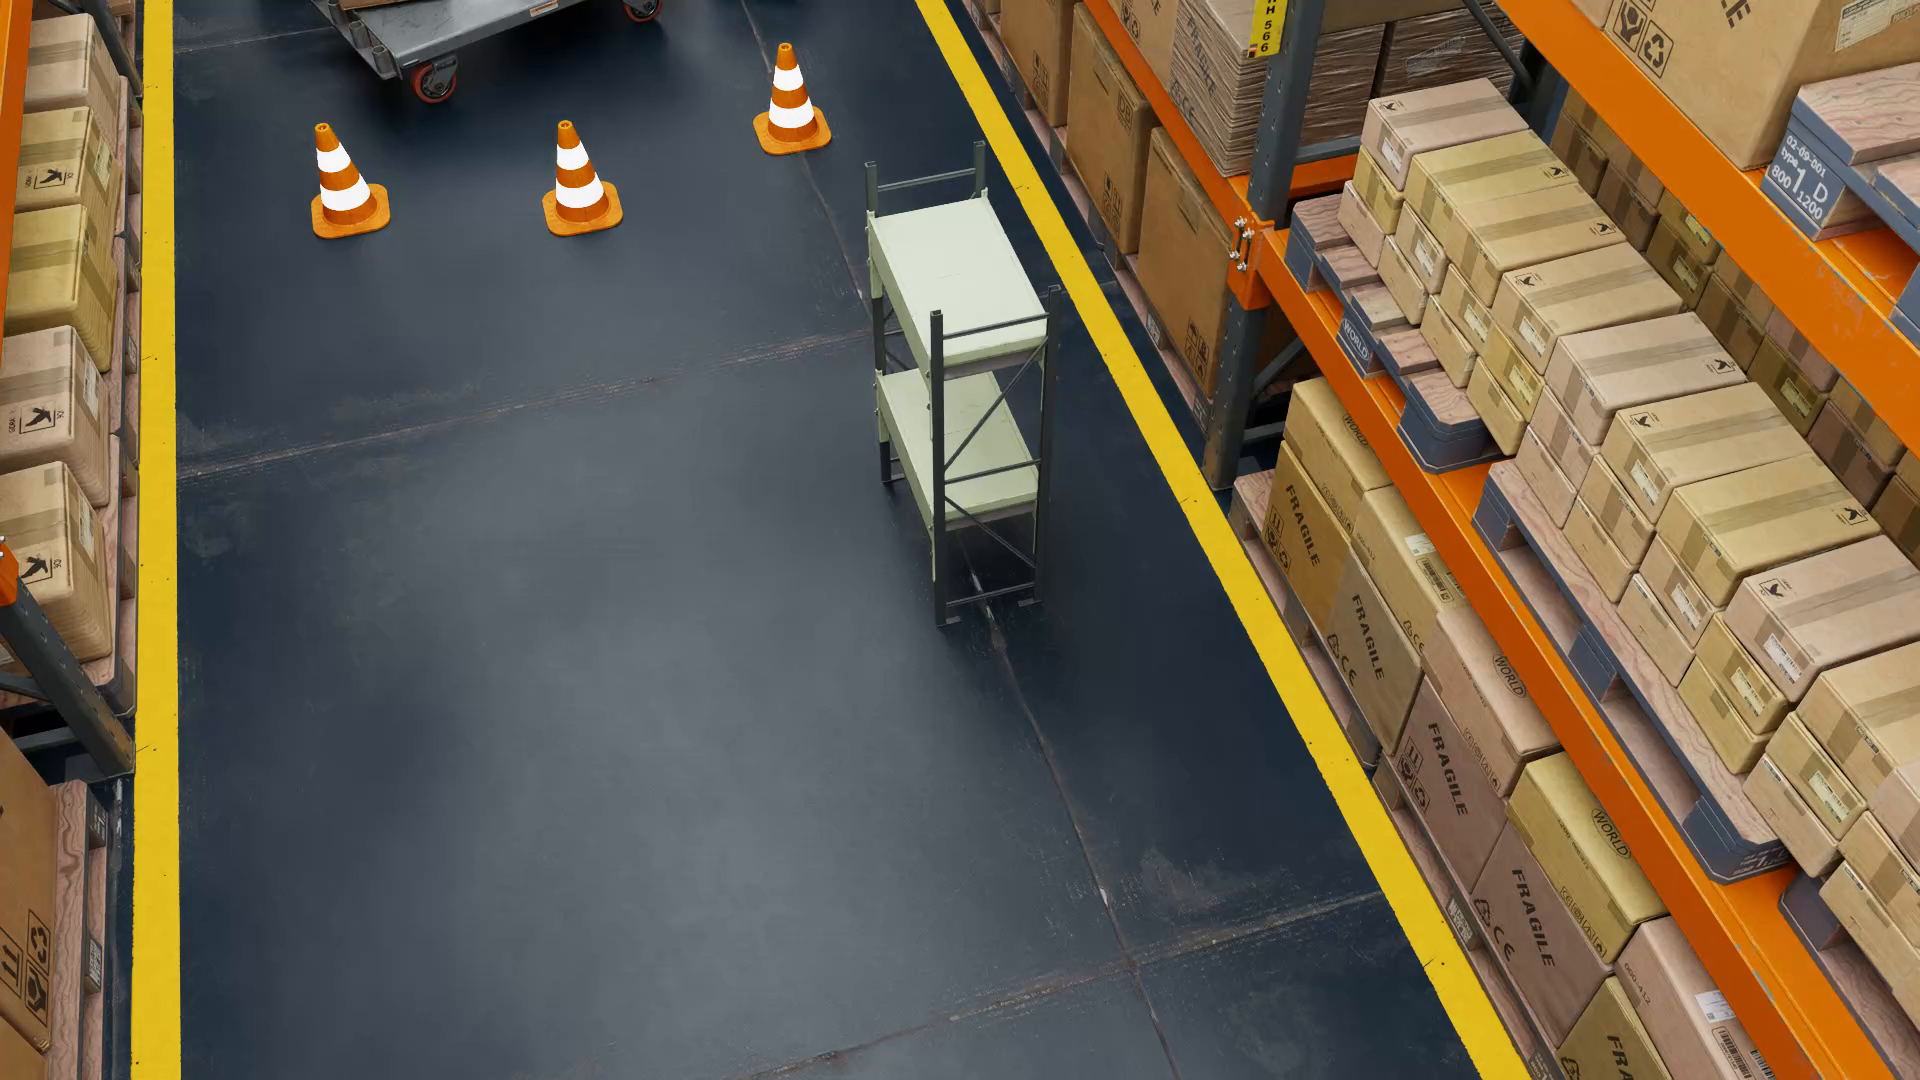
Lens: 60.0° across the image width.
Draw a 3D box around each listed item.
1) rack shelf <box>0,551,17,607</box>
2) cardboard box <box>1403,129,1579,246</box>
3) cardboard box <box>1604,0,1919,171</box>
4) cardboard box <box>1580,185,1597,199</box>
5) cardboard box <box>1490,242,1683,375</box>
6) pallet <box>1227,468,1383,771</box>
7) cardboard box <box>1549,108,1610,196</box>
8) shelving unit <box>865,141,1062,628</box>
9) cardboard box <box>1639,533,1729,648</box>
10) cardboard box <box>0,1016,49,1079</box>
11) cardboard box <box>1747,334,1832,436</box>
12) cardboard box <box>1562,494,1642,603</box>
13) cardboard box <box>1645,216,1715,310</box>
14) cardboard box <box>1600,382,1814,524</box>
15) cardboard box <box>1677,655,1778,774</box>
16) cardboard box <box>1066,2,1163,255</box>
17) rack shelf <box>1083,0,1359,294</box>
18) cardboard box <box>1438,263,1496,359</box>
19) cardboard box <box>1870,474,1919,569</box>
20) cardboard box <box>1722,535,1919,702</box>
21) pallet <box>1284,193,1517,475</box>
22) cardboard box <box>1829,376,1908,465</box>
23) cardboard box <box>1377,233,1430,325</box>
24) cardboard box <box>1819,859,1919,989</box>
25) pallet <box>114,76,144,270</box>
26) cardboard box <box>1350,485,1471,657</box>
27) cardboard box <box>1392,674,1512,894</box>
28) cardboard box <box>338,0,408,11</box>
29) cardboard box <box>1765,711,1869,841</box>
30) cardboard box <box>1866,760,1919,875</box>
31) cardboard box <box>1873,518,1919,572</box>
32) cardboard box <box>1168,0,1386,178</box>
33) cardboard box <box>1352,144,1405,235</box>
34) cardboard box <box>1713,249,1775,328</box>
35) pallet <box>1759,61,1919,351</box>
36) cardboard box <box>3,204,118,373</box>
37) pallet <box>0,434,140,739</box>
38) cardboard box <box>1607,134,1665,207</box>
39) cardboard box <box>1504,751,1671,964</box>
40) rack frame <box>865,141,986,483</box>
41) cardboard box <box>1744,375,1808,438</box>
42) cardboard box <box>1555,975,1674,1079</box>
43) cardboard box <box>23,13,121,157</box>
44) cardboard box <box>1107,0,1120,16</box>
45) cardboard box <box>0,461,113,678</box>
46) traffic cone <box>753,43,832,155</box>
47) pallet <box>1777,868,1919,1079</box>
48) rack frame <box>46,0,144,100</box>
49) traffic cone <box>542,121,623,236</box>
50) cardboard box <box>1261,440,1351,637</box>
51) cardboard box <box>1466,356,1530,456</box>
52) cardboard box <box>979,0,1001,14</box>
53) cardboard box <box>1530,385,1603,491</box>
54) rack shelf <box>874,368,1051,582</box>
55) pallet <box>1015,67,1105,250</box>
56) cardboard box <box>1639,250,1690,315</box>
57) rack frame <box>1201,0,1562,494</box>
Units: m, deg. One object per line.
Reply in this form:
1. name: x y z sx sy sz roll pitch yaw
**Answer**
1. rack shelf: -2.674 1.581 3.426 1.077 0.370 4.000 -13 51 -11
2. cardboard box: 1.467 -0.974 4.610 0.380 0.149 0.250 -15 51 -12
3. cardboard box: 1.656 -1.099 3.187 0.500 0.500 0.500 -13 51 -11
4. cardboard box: 2.019 -1.103 5.107 0.380 0.149 0.250 -13 51 -10
5. cardboard box: 1.613 -0.600 4.295 0.380 0.149 0.250 -15 52 -12
6. pallet: 1.663 0.165 5.973 1.003 0.211 1.213 -13 51 -11
7. cardboard box: 2.015 -1.197 4.992 0.380 0.149 0.250 -12 51 -10
8. shelving unit: -0.002 -0.488 5.681 0.431 1.500 0.755 -13 51 -11
9. cardboard box: 1.851 0.080 3.916 0.380 0.149 0.250 -12 51 -10
10. cardboard box: -2.880 1.613 4.043 0.875 0.875 0.875 -13 51 -11
11. cardboard box: 2.320 -0.446 4.359 0.380 0.149 0.250 -14 51 -11
12. cardboard box: 1.767 -0.019 4.194 0.380 0.149 0.250 -13 51 -10
13. cardboard box: 2.176 -0.811 4.667 0.380 0.149 0.250 -12 51 -10
14. cardboard box: 1.775 -0.210 3.966 0.380 0.149 0.250 -12 51 -10
15. cardboard box: 1.922 0.366 3.869 0.380 0.149 0.250 -11 51 -9
16. cardboard box: 1.078 -1.818 7.017 1.050 0.750 0.750 -13 51 -10
17. rack shelf: 0.842 -2.534 6.895 1.077 0.370 4.000 -13 51 -11
18. cardboard box: 1.549 -0.665 4.544 0.380 0.149 0.250 -15 51 -12
19. cardboard box: 2.475 -0.067 4.040 0.380 0.149 0.250 -14 51 -12
20. cardboard box: 1.927 0.169 3.646 0.380 0.149 0.250 -15 52 -13
21. pallet: 1.746 -0.747 5.043 1.213 0.211 1.003 -13 51 -11
22. cardboard box: 2.397 -0.352 4.085 0.380 0.149 0.250 -11 51 -9
23. cardboard box: 1.452 -0.791 4.844 0.380 0.149 0.250 -11 51 -9
24. cardboard box: 2.087 0.762 3.536 0.380 0.149 0.250 -16 52 -13
25. pallet: -4.216 -1.566 7.432 1.003 0.211 1.213 -13 51 -11
26. cardboard box: 1.556 0.052 5.114 0.500 0.250 0.500 -14 51 -11
27. cardboard box: 1.707 0.680 5.075 0.500 0.500 0.500 -14 51 -12
28. cardboard box: -2.757 -2.896 7.869 0.500 0.500 0.500 -13 51 -11
29. cardboard box: 2.000 0.457 3.598 0.380 0.149 0.250 -16 52 -13
30. cardboard box: 2.079 0.545 3.330 0.380 0.149 0.250 -13 51 -11
31. cardboard box: 2.477 0.033 4.150 0.380 0.149 0.250 -15 52 -13
32. cardboard box: 1.044 -1.605 5.576 0.500 0.500 0.500 -13 51 -11
33. cardboard box: 1.385 -1.057 4.874 0.380 0.149 0.250 -11 51 -9
34. cardboard box: 2.249 -0.727 4.402 0.380 0.149 0.250 -12 51 -10
35. pallet: 2.226 -0.521 2.889 1.213 0.211 1.003 -13 51 -11
36. cardboard box: -3.867 -0.907 6.497 0.950 0.372 0.625 -12 51 -10
37. pallet: -3.495 0.216 5.930 1.003 0.211 1.213 -13 51 -11
38. cardboard box: 2.089 -1.113 4.727 0.380 0.149 0.250 -14 51 -11
39. cardboard box: 1.846 0.797 4.486 0.500 0.250 0.500 -15 52 -13
40. rack frame: -0.110 -0.756 5.906 0.400 1.500 0.023 -13 51 -11
41. cardboard box: 2.318 -0.354 4.476 0.380 0.149 0.250 -15 52 -13
42. cardboard box: 2.006 1.429 4.444 0.500 0.500 0.500 -14 51 -12
43. cardboard box: -4.291 -1.939 7.367 0.950 0.372 0.625 -13 51 -11
44. cardboard box: 0.750 -2.335 6.191 0.500 0.500 0.500 -14 51 -12
45. cardboard box: -3.423 0.185 5.576 0.950 0.372 0.625 -16 52 -13
46. traffic cone: -0.795 -2.088 7.707 0.336 0.463 0.334 -13 51 -11
47. pallet: 2.529 1.087 3.497 1.003 0.211 1.213 -13 51 -11
48. rack frame: -4.448 -3.033 6.845 1.000 3.000 0.127 -13 51 -11
49. traffic cone: -1.703 -1.641 7.331 0.336 0.463 0.334 -13 51 -11
50. cardboard box: 1.399 -0.060 5.699 0.500 0.500 0.500 -15 52 -13
51. cardboard box: 1.614 -0.397 4.512 0.380 0.149 0.250 -11 51 -9
52. cardboard box: 0.520 -3.204 8.186 1.050 0.750 0.750 -14 51 -11
53. cardboard box: 1.697 -0.299 4.235 0.380 0.149 0.250 -13 51 -11
54. rack shelf: -0.002 -0.278 5.930 0.431 0.370 0.720 -13 51 -11
55. pallet: 0.915 -1.888 7.704 1.003 0.211 1.213 -13 51 -11
56. cardboard box: 2.167 -0.733 4.796 0.380 0.149 0.250 -13 51 -10
57. rack frame: 1.434 -1.305 5.388 1.000 3.000 0.127 -13 51 -11
